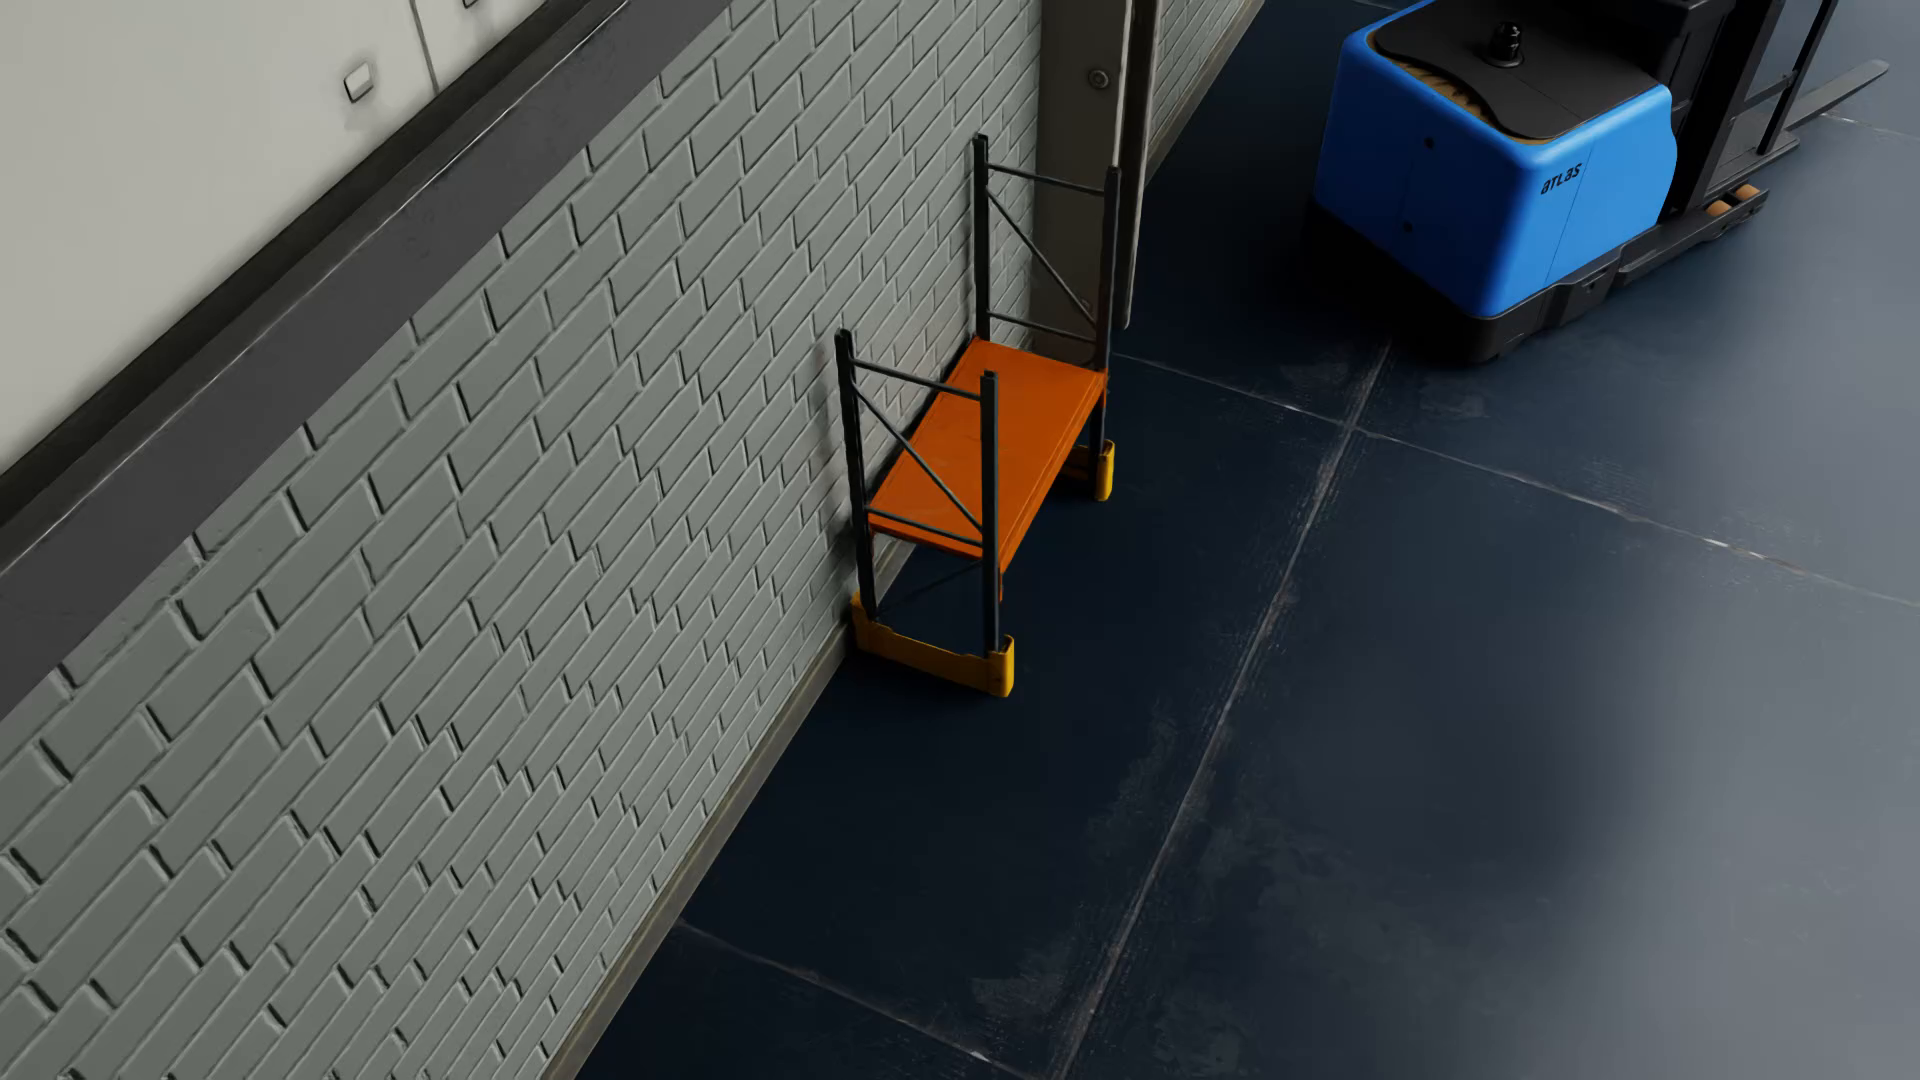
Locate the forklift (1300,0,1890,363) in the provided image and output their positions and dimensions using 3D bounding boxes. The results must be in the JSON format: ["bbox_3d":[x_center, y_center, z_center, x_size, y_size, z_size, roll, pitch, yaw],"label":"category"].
[{"bbox_3d":[2.981,-2.587,6.526,3.031,2.935,1.130,-29,55,-22],"label":"forklift"}]

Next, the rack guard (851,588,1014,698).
[{"bbox_3d":[-0.095,0.357,5.772,0.587,0.250,0.087,18,52,16],"label":"rack guard"}]

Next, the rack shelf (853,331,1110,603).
[{"bbox_3d":[0.092,-0.276,5.727,0.538,0.185,1.000,18,52,16],"label":"rack shelf"}]

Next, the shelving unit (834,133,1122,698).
[{"bbox_3d":[0.092,-0.400,5.596,0.587,1.500,1.083,18,52,16],"label":"shelving unit"}]

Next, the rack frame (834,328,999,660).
[{"bbox_3d":[-0.114,-0.039,5.288,0.500,1.500,0.032,18,52,16],"label":"rack frame"}]

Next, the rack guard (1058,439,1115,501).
[{"bbox_3d":[0.302,-0.339,6.365,0.587,0.250,0.087,18,52,16],"label":"rack guard"}]

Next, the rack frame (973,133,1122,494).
[{"bbox_3d":[0.291,-0.749,5.893,0.500,1.500,0.032,18,52,16],"label":"rack frame"}]

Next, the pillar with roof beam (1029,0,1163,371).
[{"bbox_3d":[4.388,-2.351,2.342,9.100,9.000,0.400,20,52,16],"label":"pillar with roof beam"}]
